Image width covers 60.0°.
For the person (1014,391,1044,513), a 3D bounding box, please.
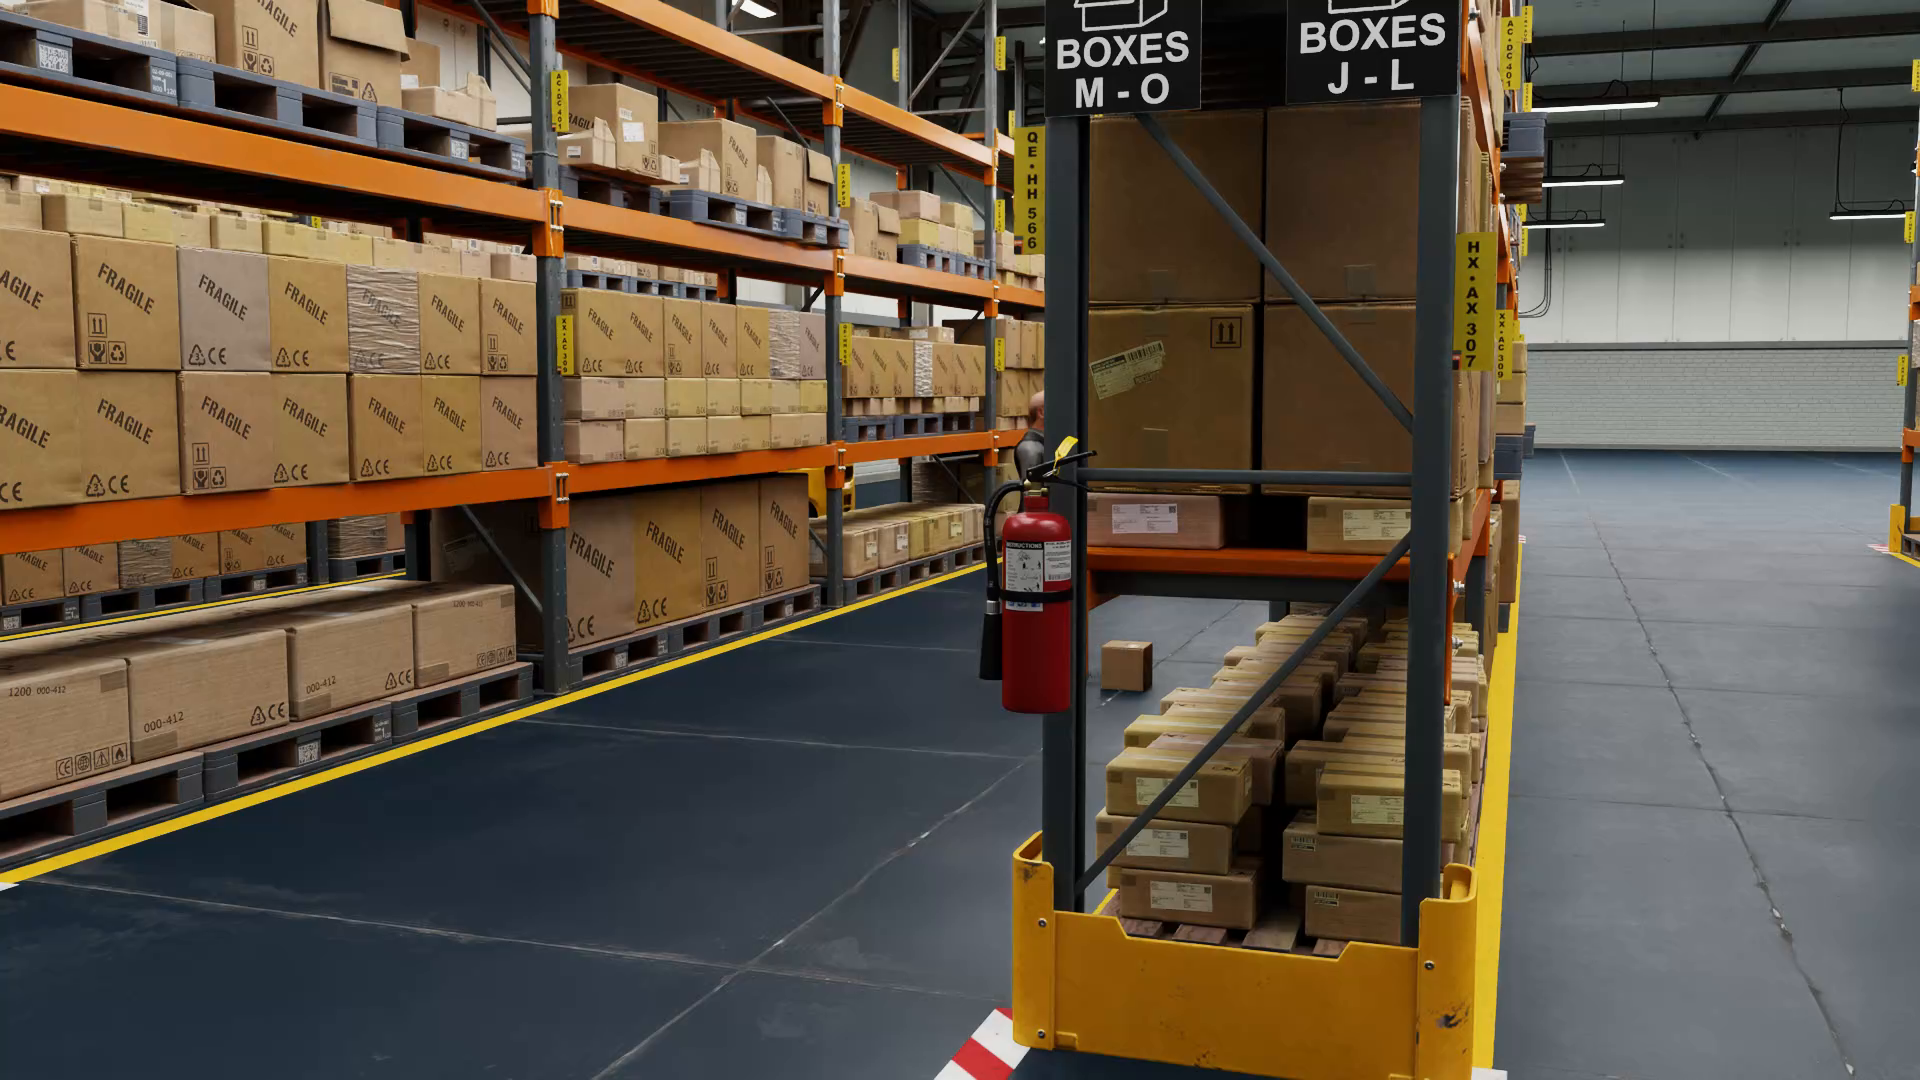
[{"bbox_3d":[0.526,-0.006,9.789,0.359,1.731,0.533,2,5,20],"label":"person"}]
